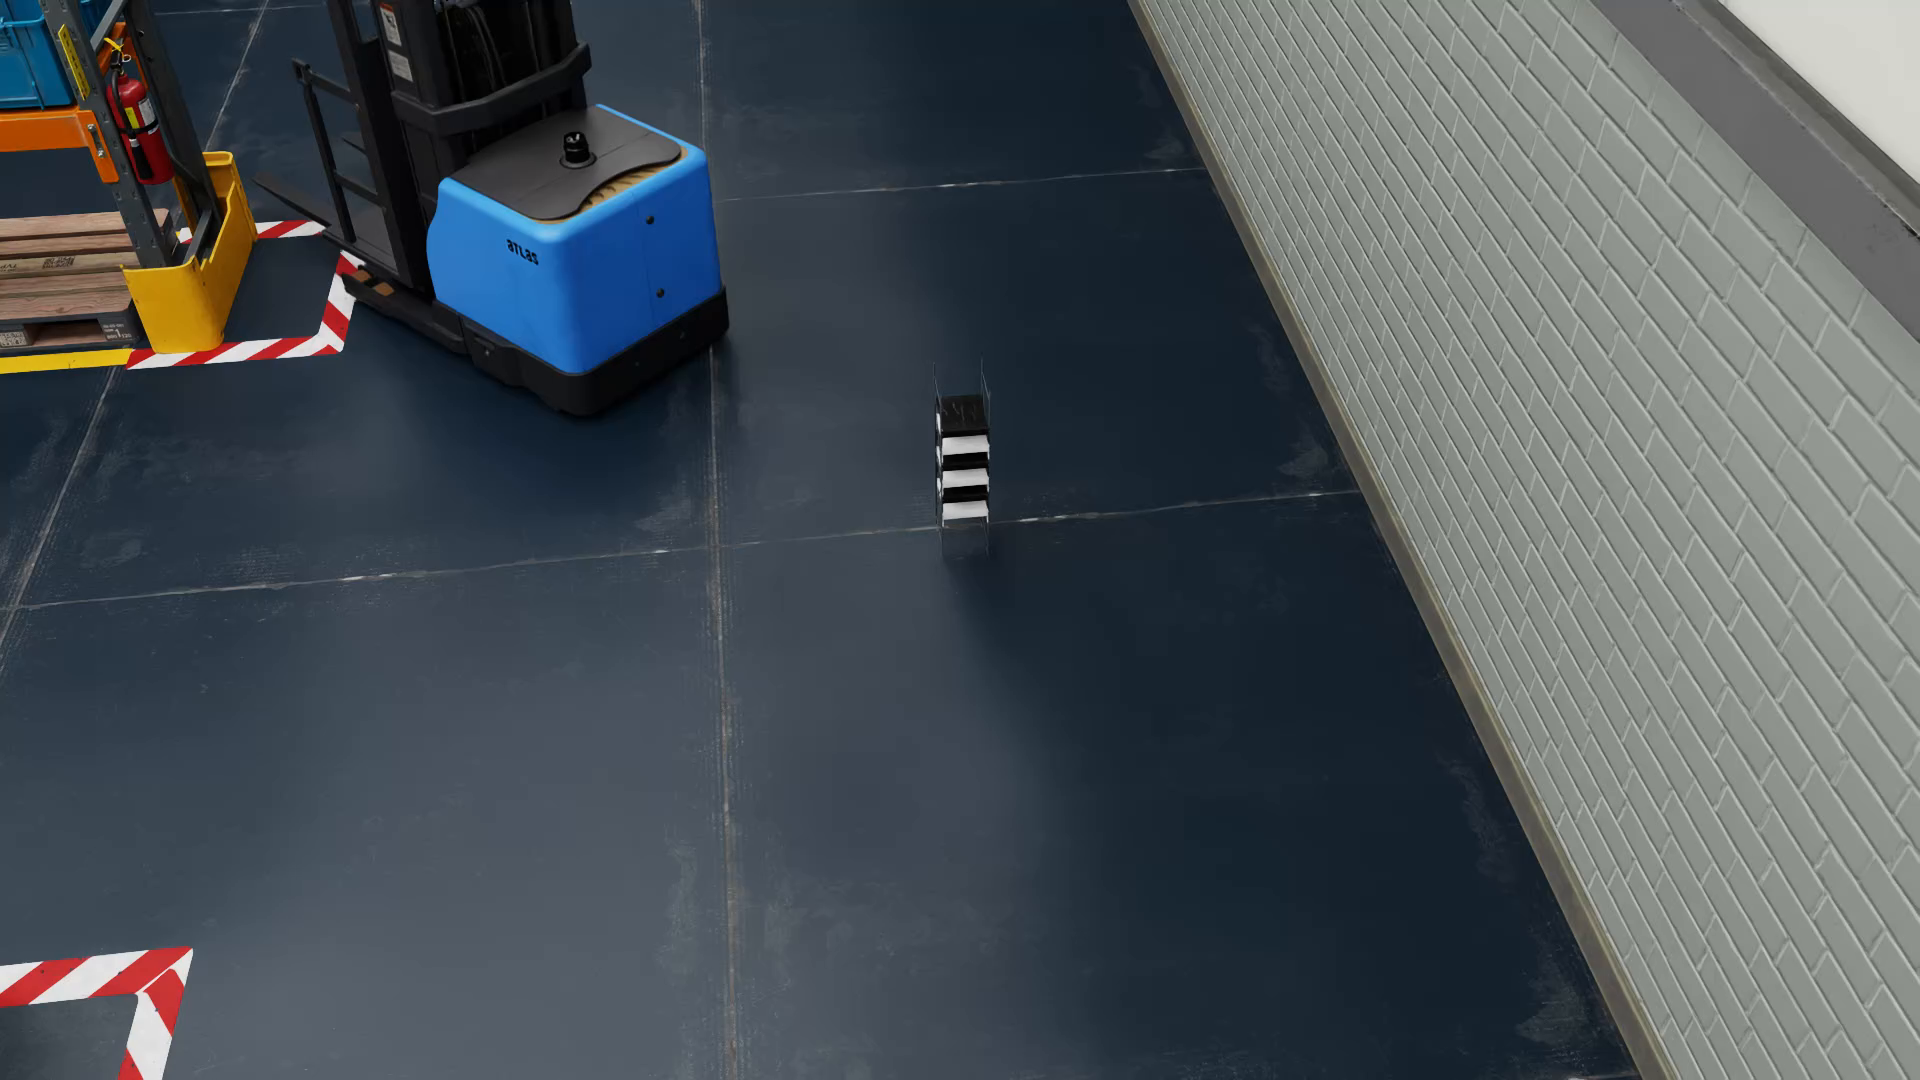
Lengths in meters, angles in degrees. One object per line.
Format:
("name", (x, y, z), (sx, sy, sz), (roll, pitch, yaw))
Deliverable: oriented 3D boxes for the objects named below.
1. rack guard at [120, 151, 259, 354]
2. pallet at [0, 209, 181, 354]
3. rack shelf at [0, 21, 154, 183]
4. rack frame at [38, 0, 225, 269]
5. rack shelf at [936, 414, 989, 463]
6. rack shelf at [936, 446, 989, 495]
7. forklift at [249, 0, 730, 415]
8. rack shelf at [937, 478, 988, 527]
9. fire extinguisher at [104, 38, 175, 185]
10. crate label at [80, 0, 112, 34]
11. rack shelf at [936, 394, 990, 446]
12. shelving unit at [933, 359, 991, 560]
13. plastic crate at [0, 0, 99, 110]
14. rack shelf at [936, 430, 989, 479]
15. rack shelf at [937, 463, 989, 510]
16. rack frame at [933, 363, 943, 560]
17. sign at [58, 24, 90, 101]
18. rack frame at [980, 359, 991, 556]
("rack guard", (-4.052, -1.535, 8.794), (0.348, 0.500, 1.175), (-5, 42, -6))
("pallet", (-4.897, -1.371, 8.828), (1.213, 0.211, 1.003), (-5, 42, -6))
("rack shelf", (-6.057, -2.012, 7.993), (4.000, 0.370, 1.077), (-5, 42, -6))
("rack frame", (-4.074, -2.453, 7.945), (0.127, 3.000, 1.000), (-5, 42, -6))
("rack shelf", (0.008, -0.444, 7.066), (0.200, 0.077, 0.258), (-5, 42, -6))
("rack shelf", (0.008, -0.310, 7.187), (0.200, 0.077, 0.258), (-5, 42, -6))
("forklift", (-2.650, -2.521, 8.072), (3.031, 2.935, 1.130), (29, 49, 28))
("rack shelf", (0.008, -0.176, 7.307), (0.200, 0.077, 0.258), (-5, 42, -6))
("fire extinguisher", (-3.865, -1.997, 7.776), (0.183, 0.674, 0.296), (-5, 42, -6))
("crate label", (-4.361, -2.610, 8.199), (0.303, 0.233, 0.416), (-5, 42, -6))
("rack shelf", (0.008, -0.511, 7.006), (0.200, 0.077, 0.258), (-5, 42, -6))
("shelving unit", (0.008, -0.335, 7.165), (0.210, 0.900, 0.258), (-5, 42, -6))
("plastic crate", (-4.382, -2.335, 7.743), (0.499, 0.435, 0.616), (-5, 42, -6))
("rack shelf", (0.008, -0.377, 7.127), (0.200, 0.077, 0.258), (-5, 42, -6))
("rack shelf", (0.008, -0.243, 7.247), (0.200, 0.077, 0.258), (-5, 42, -6))
("rack frame", (-0.093, -0.326, 7.155), (0.006, 0.900, 0.240), (-5, 42, -6))
("sign", (-3.986, -2.149, 7.487), (0.005, 0.325, 0.100), (-5, 42, -6))
("rack frame", (0.109, -0.344, 7.174), (0.006, 0.900, 0.240), (-5, 42, -6))
